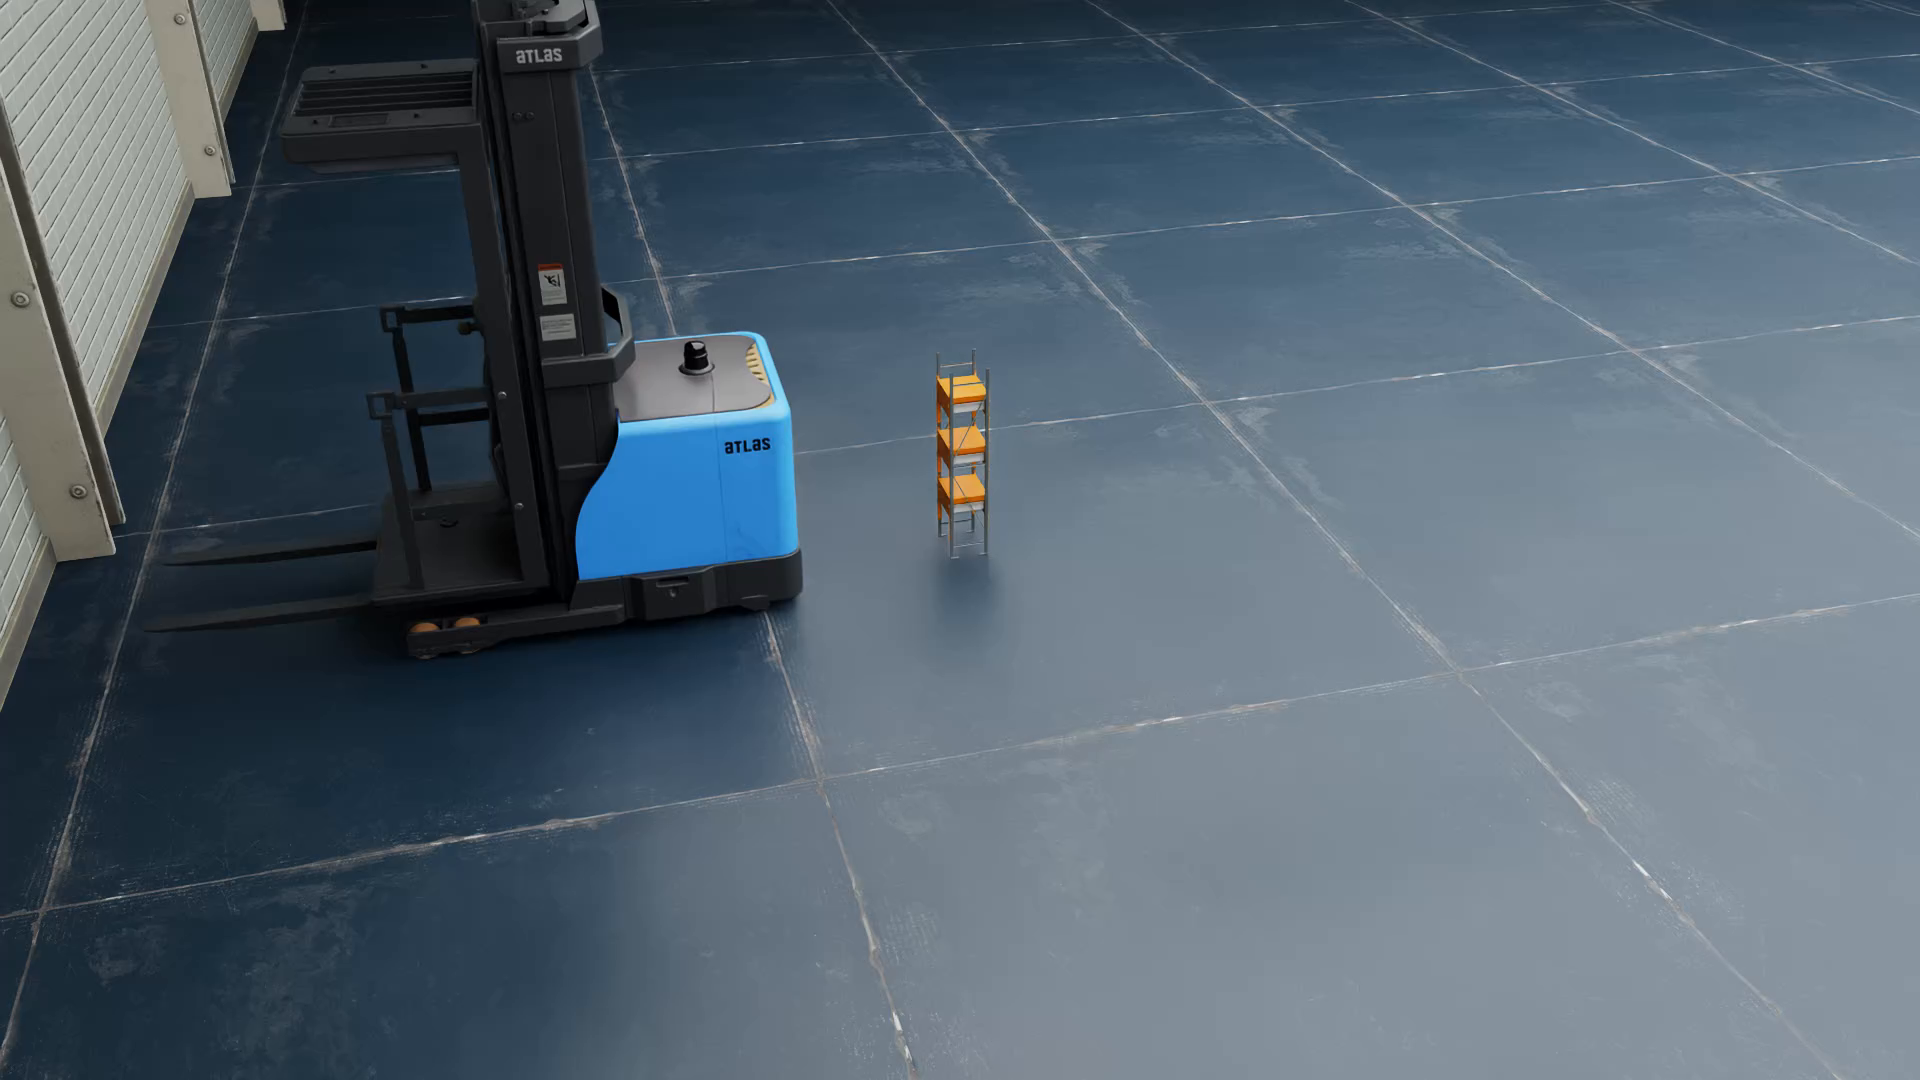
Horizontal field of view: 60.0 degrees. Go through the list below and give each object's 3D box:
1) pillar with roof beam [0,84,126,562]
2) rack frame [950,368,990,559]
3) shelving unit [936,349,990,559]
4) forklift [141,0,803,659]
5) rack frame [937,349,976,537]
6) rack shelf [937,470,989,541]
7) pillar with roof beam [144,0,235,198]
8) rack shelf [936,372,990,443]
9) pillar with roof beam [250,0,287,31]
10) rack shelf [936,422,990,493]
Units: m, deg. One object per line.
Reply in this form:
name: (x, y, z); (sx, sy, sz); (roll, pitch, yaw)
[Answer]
pillar with roof beam: (-0.435, -4.467, 7.484); (9.100, 9.000, 0.400); (-8, 31, -13)
rack frame: (0.047, -0.370, 8.341); (0.200, 1.050, 0.008); (-8, 31, -13)
shelving unit: (0.014, -0.429, 8.442); (0.215, 1.050, 0.252); (-8, 31, -13)
forklift: (-2.347, -1.004, 7.559); (3.031, 2.935, 1.130); (-7, 31, -12)
rack frame: (-0.018, -0.487, 8.544); (0.200, 1.050, 0.008); (-8, 31, -13)
rack shelf: (0.014, -0.179, 8.587); (0.215, 0.259, 0.240); (-8, 31, -13)
pillar with roof beam: (-2.027, -7.365, 12.491); (9.100, 9.000, 0.400); (-8, 31, -13)
rack shelf: (0.014, -0.665, 8.305); (0.215, 0.259, 0.240); (-8, 31, -13)
pillar with roof beam: (-3.620, -10.263, 17.498); (9.100, 9.000, 0.400); (-8, 31, -13)
rack shelf: (0.014, -0.419, 8.448); (0.215, 0.259, 0.240); (-8, 31, -13)
